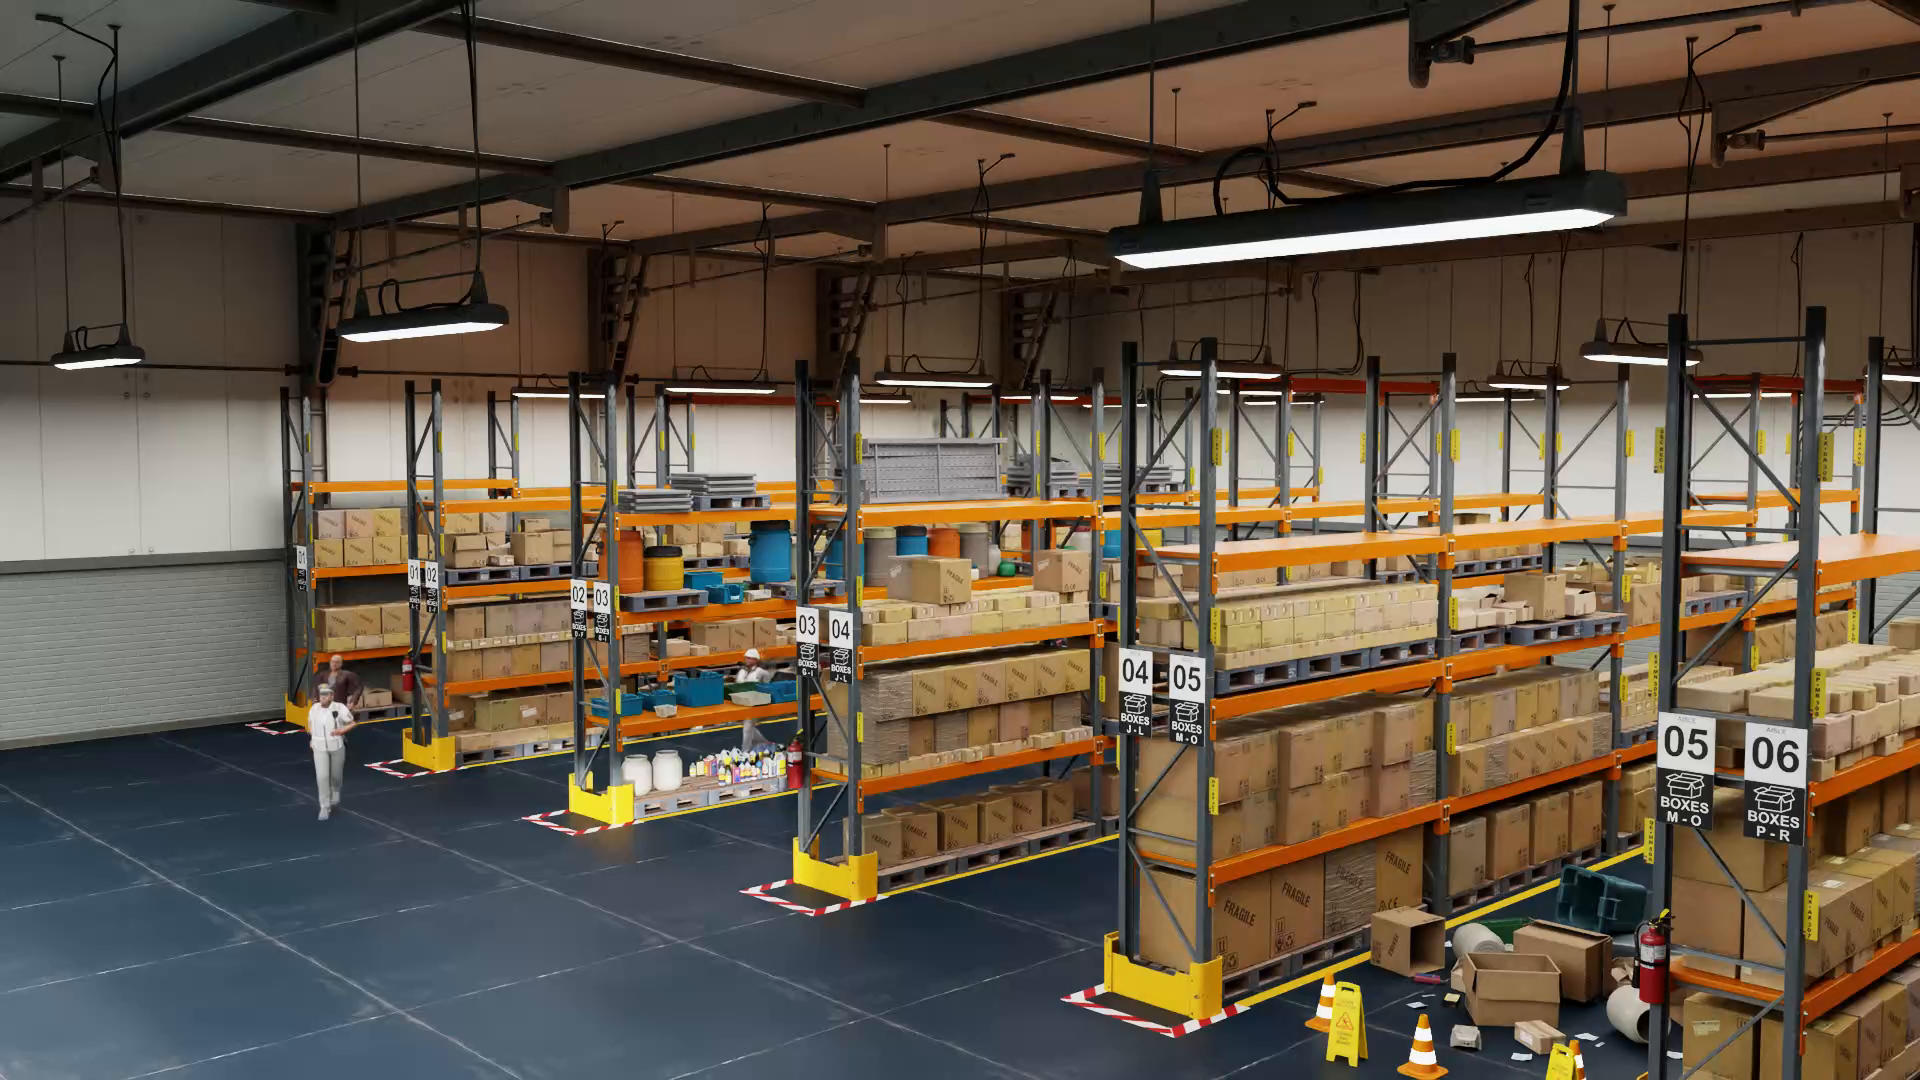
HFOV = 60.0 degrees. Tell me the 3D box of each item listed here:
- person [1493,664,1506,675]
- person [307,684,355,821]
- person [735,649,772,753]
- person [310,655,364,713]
[{"bbox_3d":[8.249,2.698,25.456,0.664,1.675,0.645,3,5,42],"label":"person"},{"bbox_3d":[-8.564,2.835,22.634,0.647,1.803,0.911,-1,4,-13],"label":"person"},{"bbox_3d":[-3.276,2.585,25.998,0.661,1.767,0.906,3,4,35],"label":"person"},{"bbox_3d":[-9.720,2.657,25.820,0.774,1.764,0.689,1,4,11],"label":"person"}]
